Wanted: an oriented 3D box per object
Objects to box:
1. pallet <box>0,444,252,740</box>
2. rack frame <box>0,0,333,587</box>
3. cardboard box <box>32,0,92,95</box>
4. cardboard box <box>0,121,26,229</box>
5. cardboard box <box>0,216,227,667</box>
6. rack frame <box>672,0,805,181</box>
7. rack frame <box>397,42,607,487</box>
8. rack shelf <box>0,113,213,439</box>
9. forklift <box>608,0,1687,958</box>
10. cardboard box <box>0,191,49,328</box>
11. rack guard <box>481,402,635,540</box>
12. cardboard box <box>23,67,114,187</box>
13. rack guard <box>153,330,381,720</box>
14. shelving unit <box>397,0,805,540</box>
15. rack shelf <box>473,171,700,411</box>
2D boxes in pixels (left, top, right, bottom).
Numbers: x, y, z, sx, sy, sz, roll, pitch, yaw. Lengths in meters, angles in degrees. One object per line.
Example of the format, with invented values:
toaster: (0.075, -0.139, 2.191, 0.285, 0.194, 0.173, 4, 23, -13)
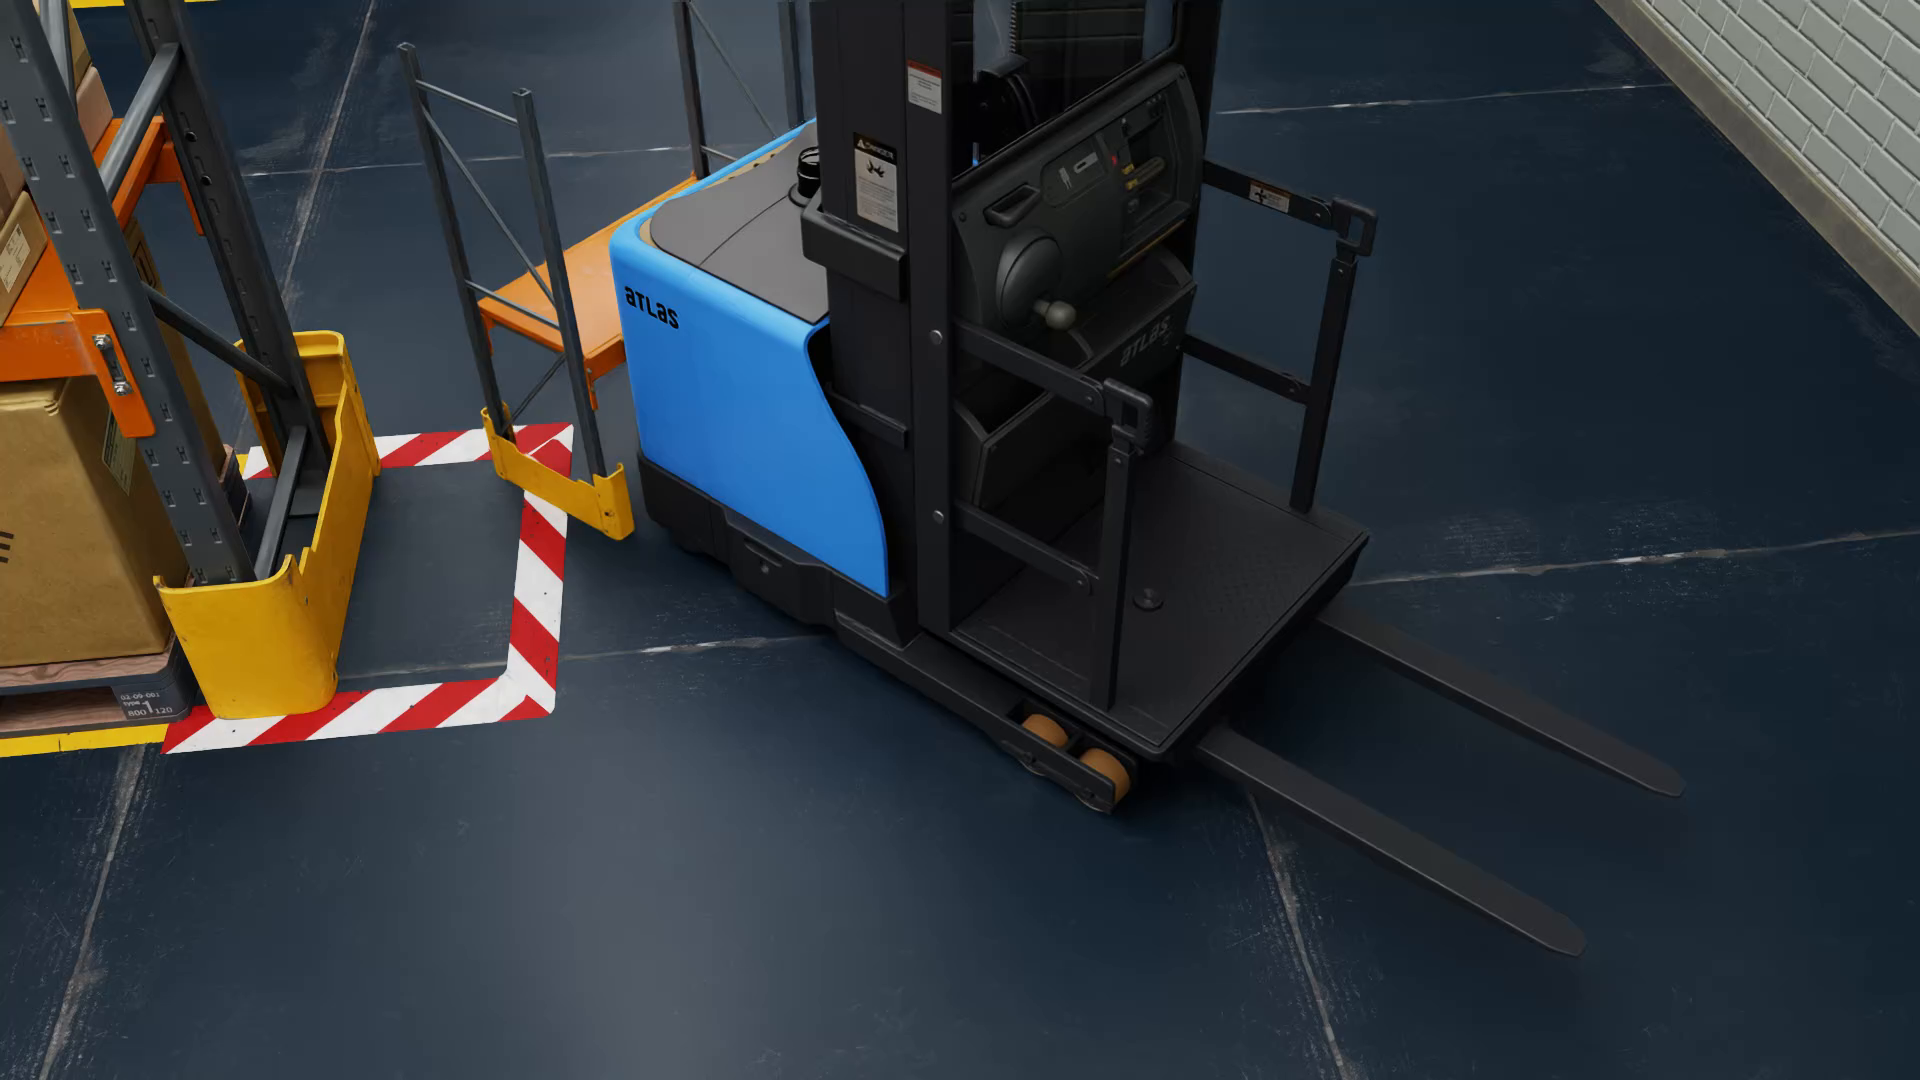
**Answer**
pallet: (-2.834, 0.155, 4.921, 1.213, 0.211, 1.003, -5, 42, -6)
rack frame: (-2.051, -1.002, 4.121, 0.127, 3.000, 1.000, -5, 42, -6)
cardboard box: (-2.562, -1.194, 4.224, 0.500, 0.250, 0.500, -6, 42, -7)
cardboard box: (-2.497, -0.838, 3.830, 0.500, 0.250, 0.500, -6, 42, -6)
cardboard box: (-2.675, -0.260, 4.572, 0.875, 0.875, 0.875, -5, 42, -6)
rack frame: (-0.694, -1.227, 5.484, 0.500, 1.500, 0.032, 26, 48, 27)
rack frame: (-1.303, -0.681, 4.879, 0.500, 1.500, 0.032, 26, 48, 27)
rack shelf: (-4.034, -0.561, 4.170, 4.000, 0.370, 1.077, -5, 42, -6)
forklift: (0.468, -0.770, 3.915, 3.031, 2.935, 1.130, 29, 49, 28)
cardboard box: (-2.362, -0.659, 3.929, 0.250, 0.149, 0.380, -4, 42, -5)
rack guard: (-1.284, -0.224, 5.305, 0.587, 0.250, 0.087, 26, 48, 27)
cardboard box: (-2.446, -1.097, 4.414, 0.250, 0.149, 0.380, -5, 42, -5)
rack guard: (-2.027, -0.076, 4.961, 0.348, 0.500, 1.175, -5, 42, -6)
shelving unit: (-0.993, -0.959, 5.187, 0.587, 1.500, 1.083, 26, 48, 27)
rack shelf: (-0.996, -0.819, 5.301, 0.538, 0.185, 1.000, 26, 48, 27)
